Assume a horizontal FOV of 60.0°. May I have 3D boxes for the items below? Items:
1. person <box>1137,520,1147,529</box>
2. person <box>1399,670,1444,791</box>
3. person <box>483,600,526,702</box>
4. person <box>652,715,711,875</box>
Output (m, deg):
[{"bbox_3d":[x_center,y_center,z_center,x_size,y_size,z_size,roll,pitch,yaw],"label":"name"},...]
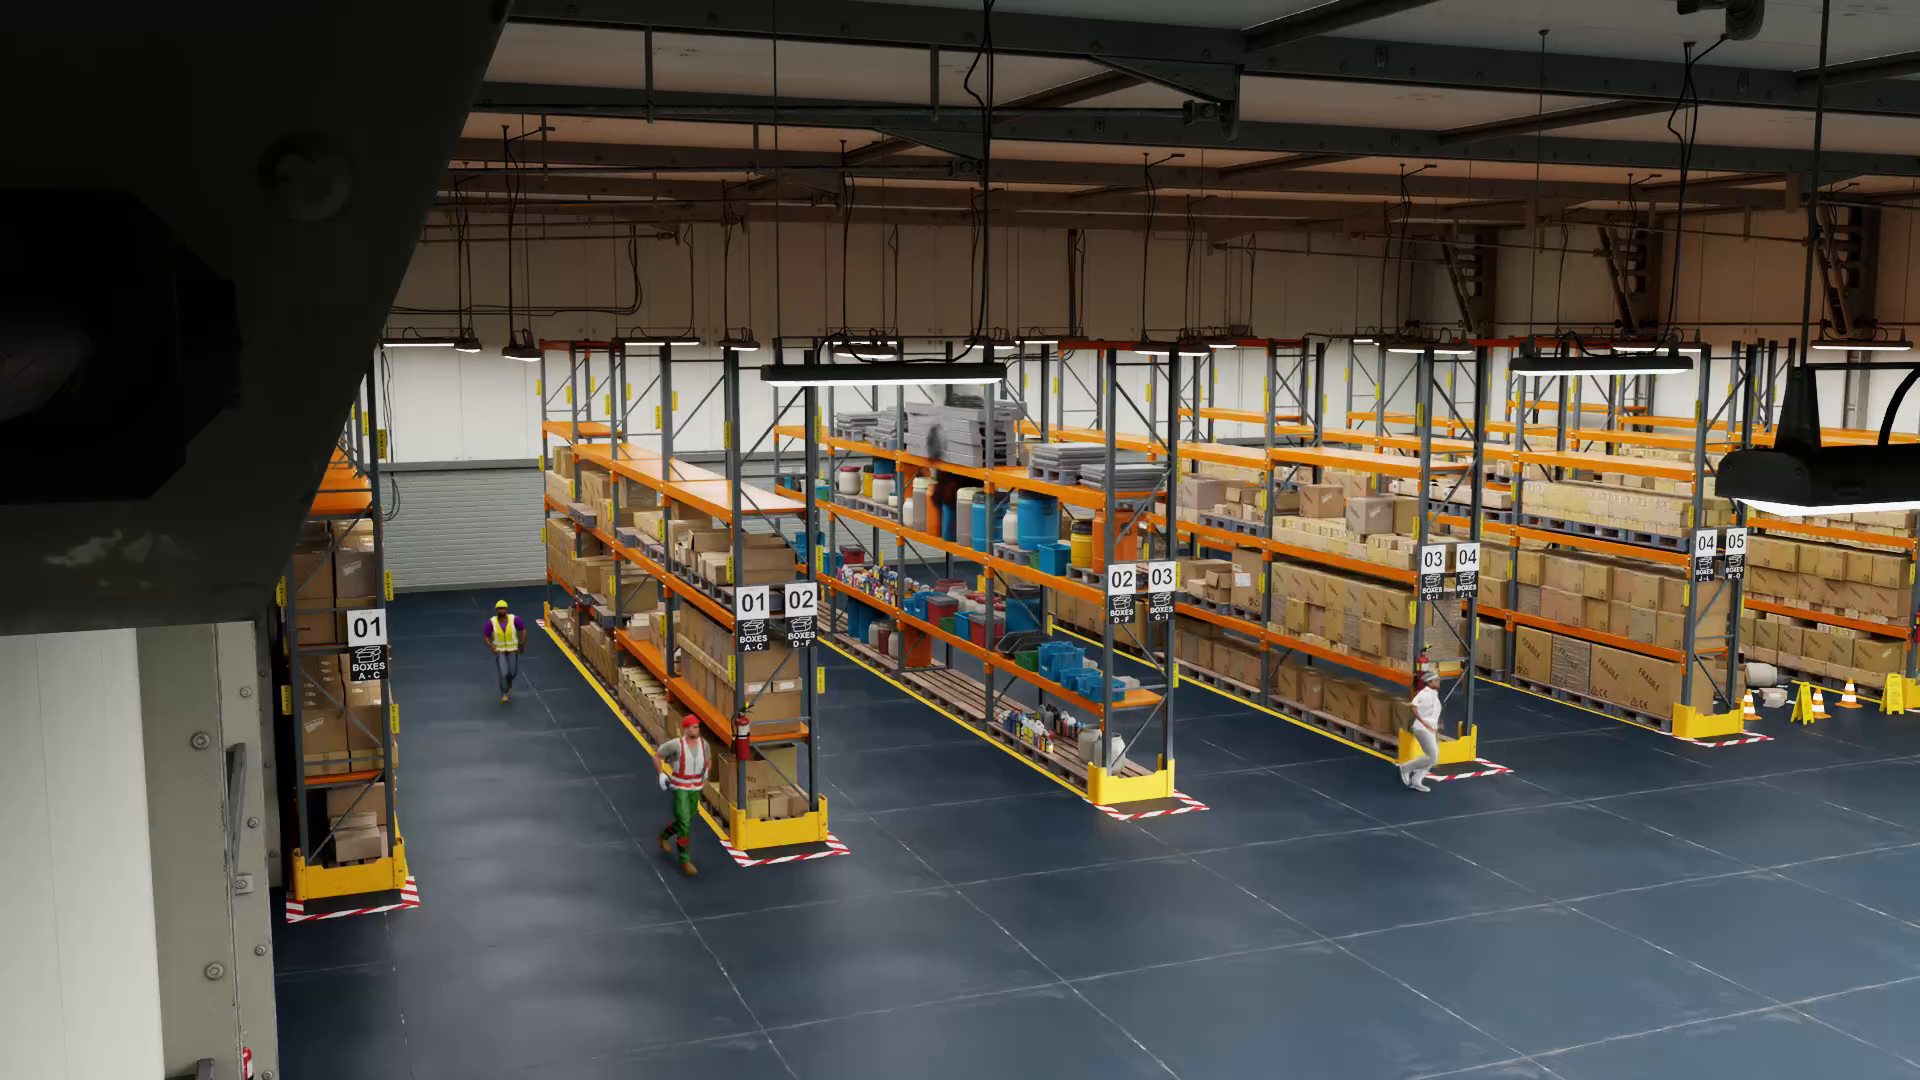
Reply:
[{"bbox_3d":[4.207,0.193,40.749,0.742,1.758,0.695,-7,10,-43],"label":"person"},{"bbox_3d":[6.340,2.581,22.715,0.526,1.644,0.589,4,9,29],"label":"person"},{"bbox_3d":[-7.642,1.856,27.938,0.713,1.730,0.661,-3,8,-19],"label":"person"},{"bbox_3d":[-3.225,2.927,19.544,0.701,1.782,0.946,-7,10,-42],"label":"person"}]
